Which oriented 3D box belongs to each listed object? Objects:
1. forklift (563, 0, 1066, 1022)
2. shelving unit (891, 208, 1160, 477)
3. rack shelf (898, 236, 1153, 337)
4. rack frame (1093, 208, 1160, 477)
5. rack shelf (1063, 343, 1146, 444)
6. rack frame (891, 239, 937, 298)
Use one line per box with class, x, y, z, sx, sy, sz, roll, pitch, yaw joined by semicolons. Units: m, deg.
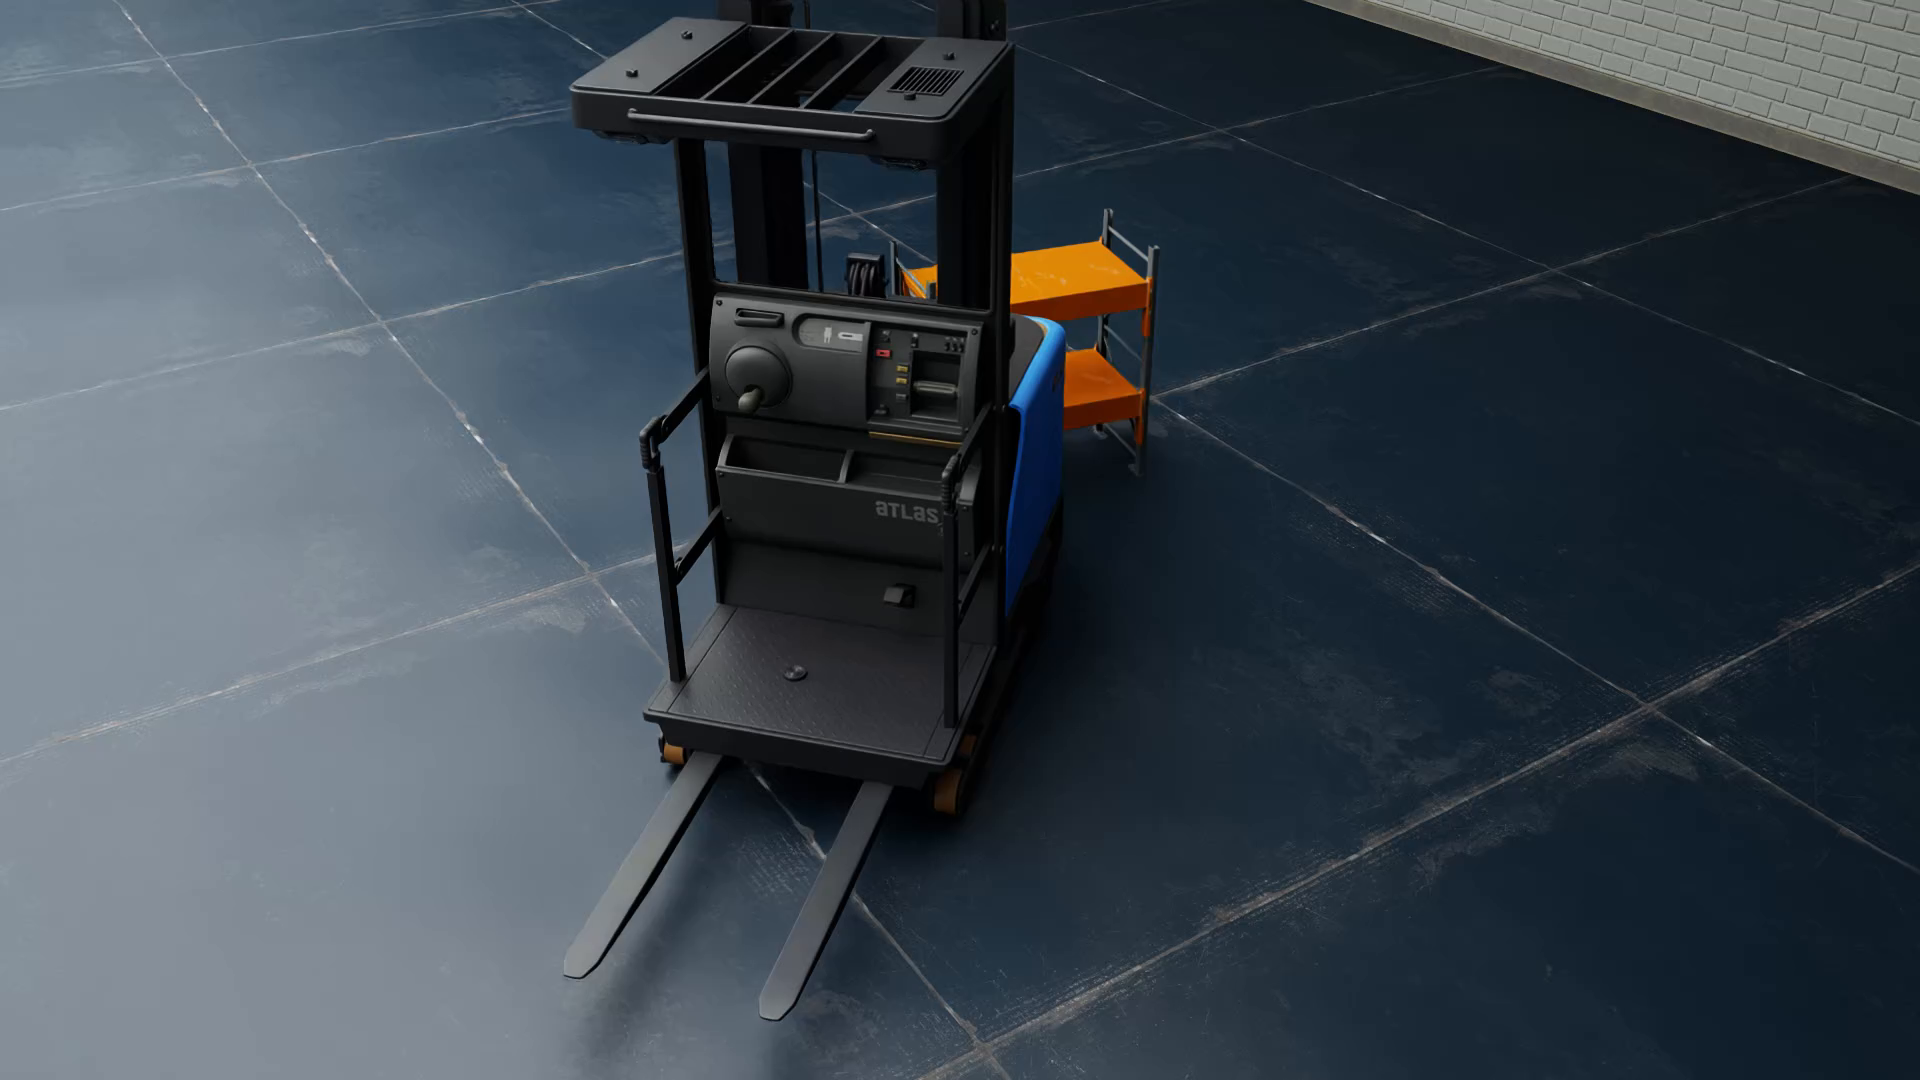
forklift;-0.439;-0.522;5.330;1.130;2.935;3.031;8;33;13
shelving unit;0.277;-0.800;7.463;1.048;1.125;0.538;-11;34;-18
rack shelf;0.277;-1.047;7.307;1.000;0.278;0.538;-11;34;-18
rack frame;0.753;-0.896;7.616;0.032;1.125;0.500;-11;34;-18
rack shelf;0.277;-0.593;7.594;1.000;0.278;0.538;-11;34;-18
rack frame;-0.198;-0.703;7.310;0.032;1.125;0.500;-11;34;-18
